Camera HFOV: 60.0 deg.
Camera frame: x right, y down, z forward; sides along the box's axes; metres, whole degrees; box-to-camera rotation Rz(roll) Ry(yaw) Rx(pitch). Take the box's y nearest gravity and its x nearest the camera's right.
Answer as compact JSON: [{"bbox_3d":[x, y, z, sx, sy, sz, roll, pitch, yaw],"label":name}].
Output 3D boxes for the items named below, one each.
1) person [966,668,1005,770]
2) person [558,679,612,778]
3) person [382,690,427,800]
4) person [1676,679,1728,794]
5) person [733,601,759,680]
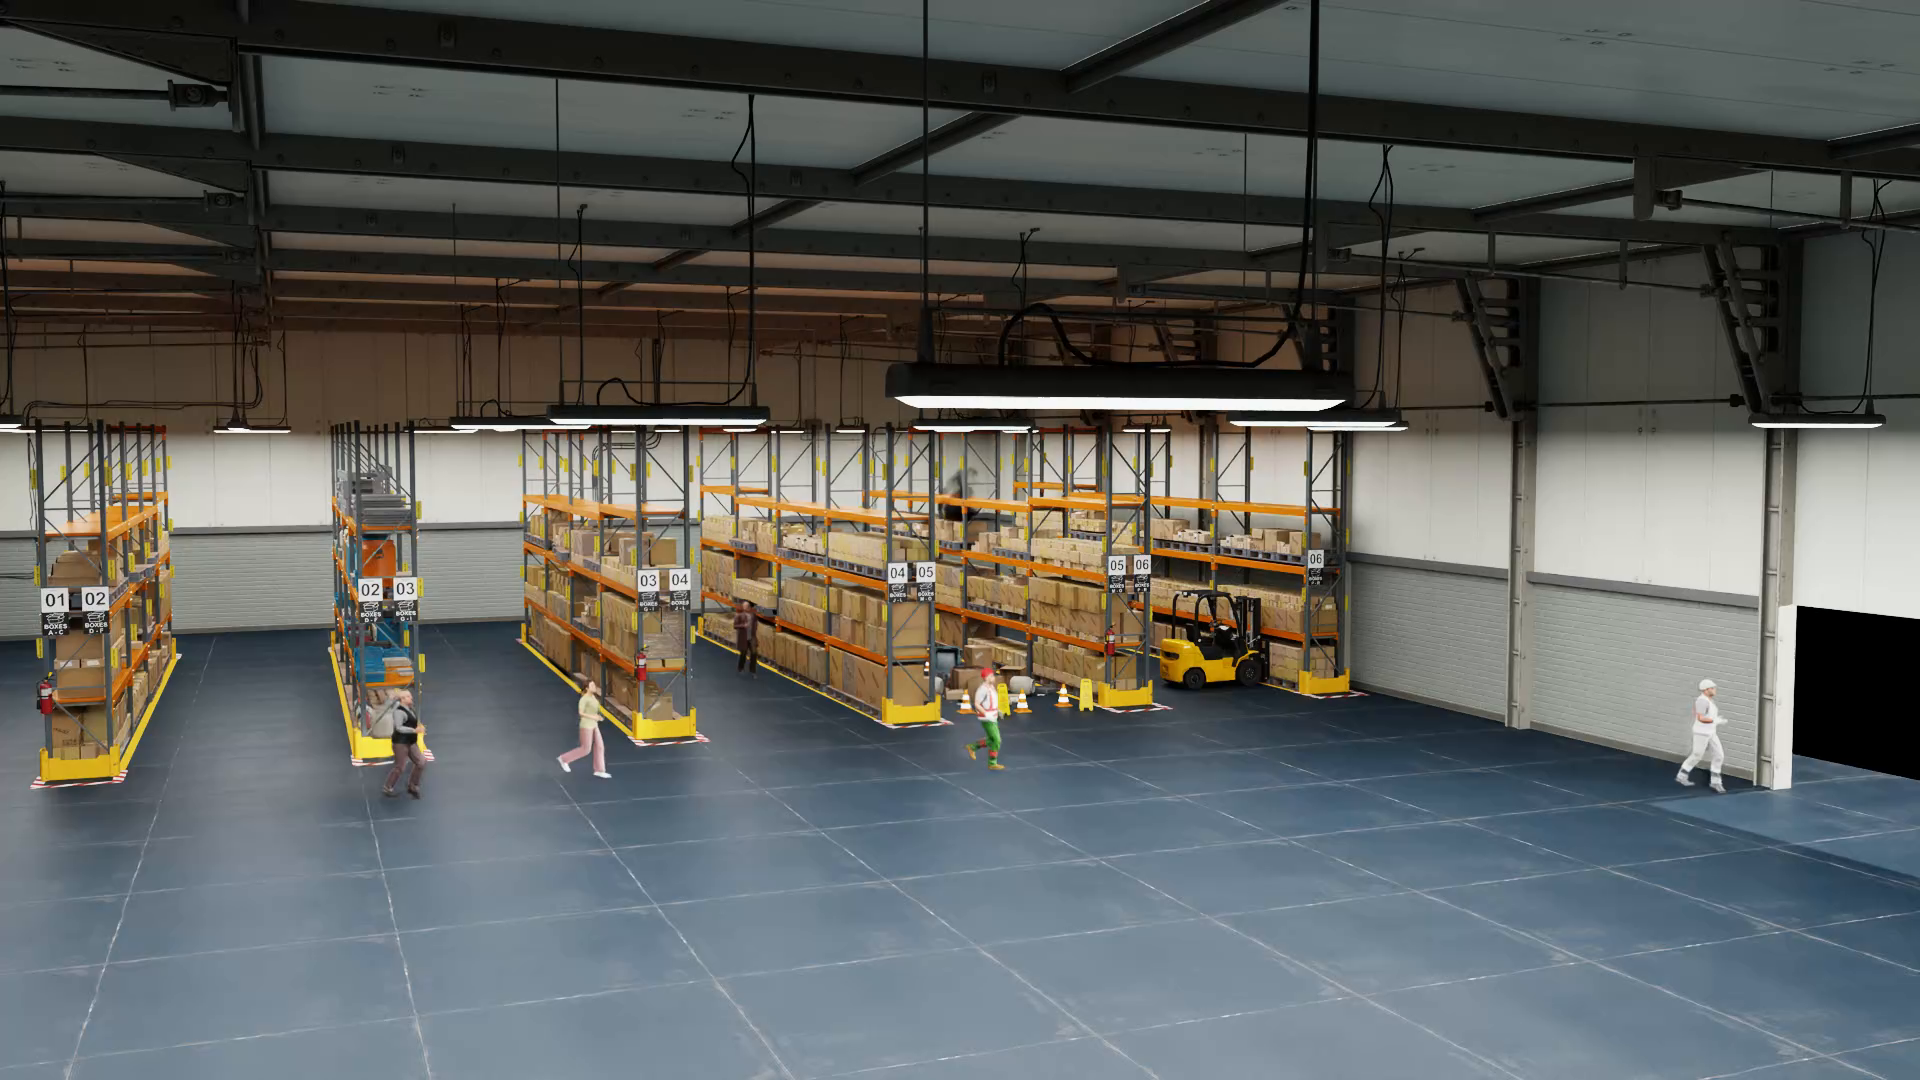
[{"bbox_3d":[0.424,3.062,28.554,0.724,1.747,0.698,1,4,19],"label":"person"},{"bbox_3d":[-6.275,3.159,27.896,0.887,1.668,0.587,1,4,9],"label":"person"},{"bbox_3d":[-8.703,3.250,26.110,0.748,1.798,0.675,0,4,6],"label":"person"},{"bbox_3d":[11.965,3.160,26.776,0.798,1.842,0.636,3,5,44],"label":"person"},{"bbox_3d":[-5.044,2.365,39.325,0.685,1.831,0.831,-2,4,-25],"label":"person"}]
